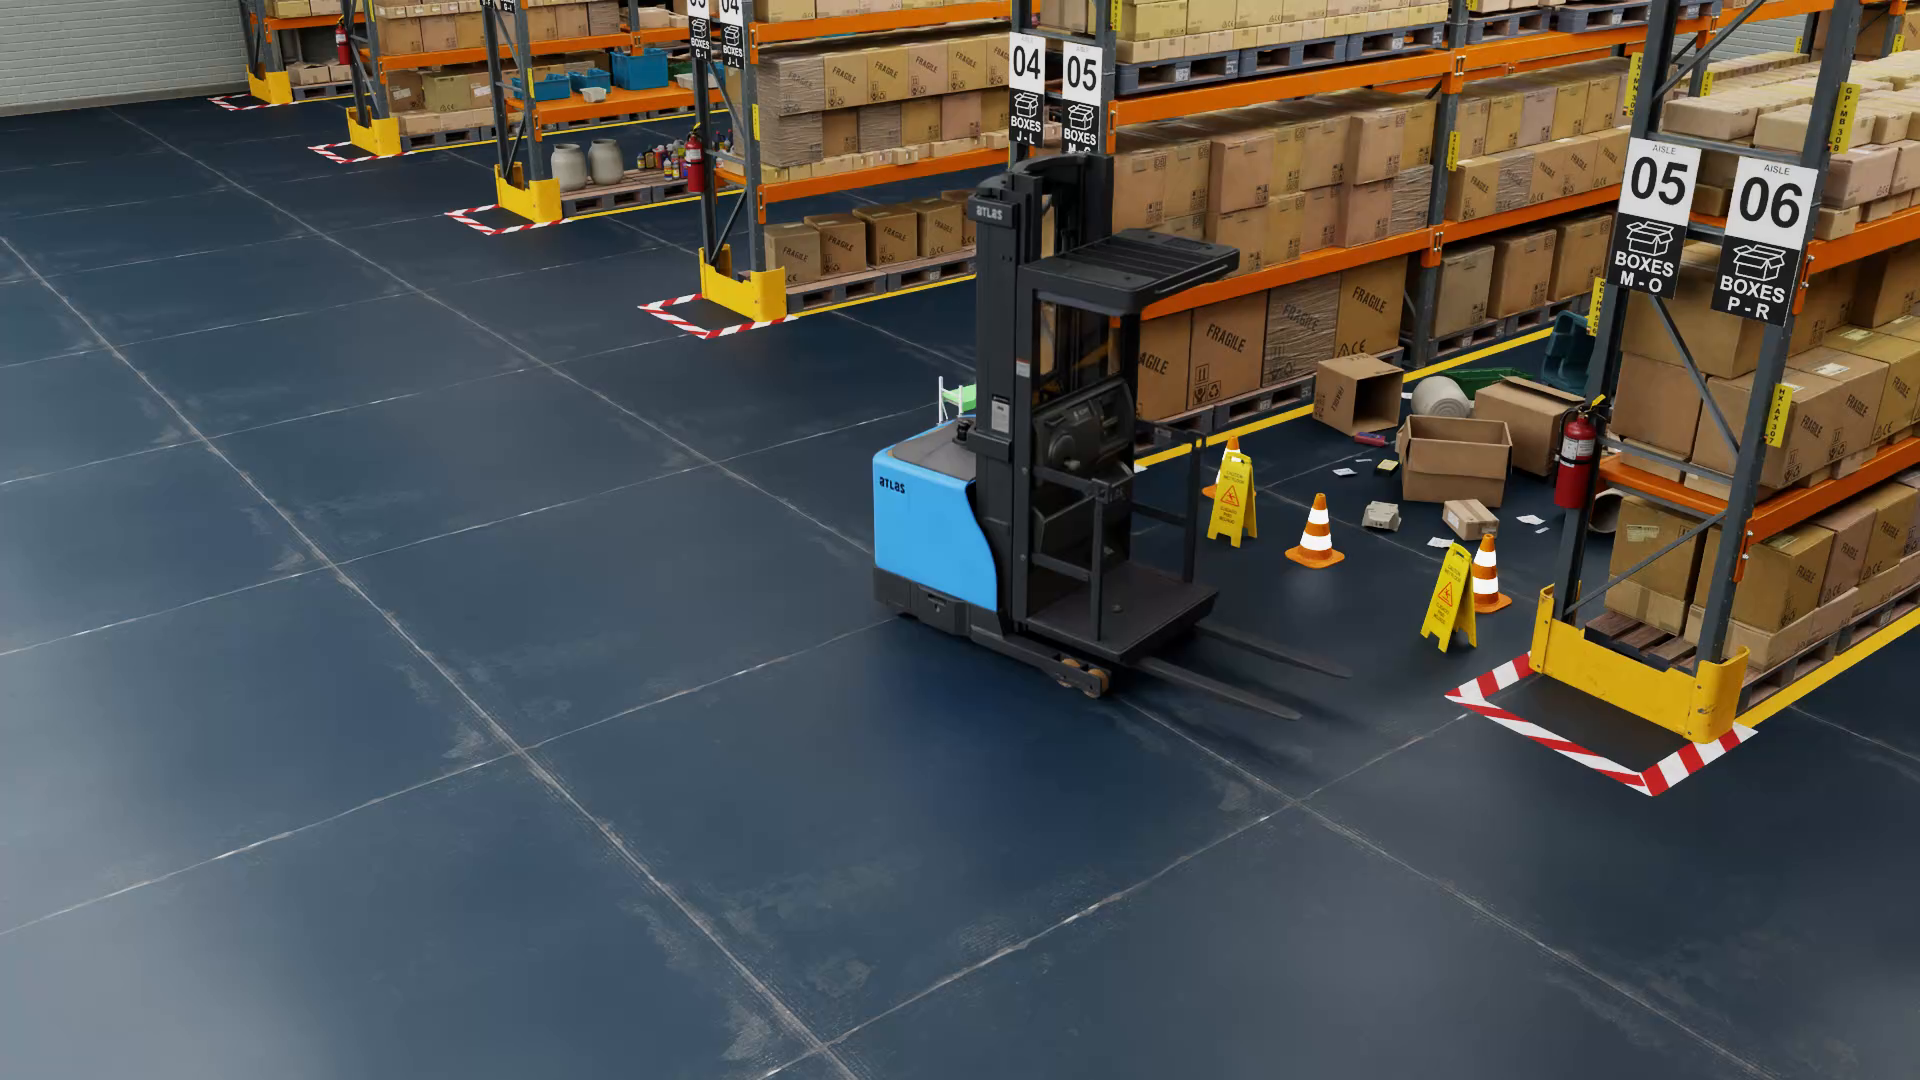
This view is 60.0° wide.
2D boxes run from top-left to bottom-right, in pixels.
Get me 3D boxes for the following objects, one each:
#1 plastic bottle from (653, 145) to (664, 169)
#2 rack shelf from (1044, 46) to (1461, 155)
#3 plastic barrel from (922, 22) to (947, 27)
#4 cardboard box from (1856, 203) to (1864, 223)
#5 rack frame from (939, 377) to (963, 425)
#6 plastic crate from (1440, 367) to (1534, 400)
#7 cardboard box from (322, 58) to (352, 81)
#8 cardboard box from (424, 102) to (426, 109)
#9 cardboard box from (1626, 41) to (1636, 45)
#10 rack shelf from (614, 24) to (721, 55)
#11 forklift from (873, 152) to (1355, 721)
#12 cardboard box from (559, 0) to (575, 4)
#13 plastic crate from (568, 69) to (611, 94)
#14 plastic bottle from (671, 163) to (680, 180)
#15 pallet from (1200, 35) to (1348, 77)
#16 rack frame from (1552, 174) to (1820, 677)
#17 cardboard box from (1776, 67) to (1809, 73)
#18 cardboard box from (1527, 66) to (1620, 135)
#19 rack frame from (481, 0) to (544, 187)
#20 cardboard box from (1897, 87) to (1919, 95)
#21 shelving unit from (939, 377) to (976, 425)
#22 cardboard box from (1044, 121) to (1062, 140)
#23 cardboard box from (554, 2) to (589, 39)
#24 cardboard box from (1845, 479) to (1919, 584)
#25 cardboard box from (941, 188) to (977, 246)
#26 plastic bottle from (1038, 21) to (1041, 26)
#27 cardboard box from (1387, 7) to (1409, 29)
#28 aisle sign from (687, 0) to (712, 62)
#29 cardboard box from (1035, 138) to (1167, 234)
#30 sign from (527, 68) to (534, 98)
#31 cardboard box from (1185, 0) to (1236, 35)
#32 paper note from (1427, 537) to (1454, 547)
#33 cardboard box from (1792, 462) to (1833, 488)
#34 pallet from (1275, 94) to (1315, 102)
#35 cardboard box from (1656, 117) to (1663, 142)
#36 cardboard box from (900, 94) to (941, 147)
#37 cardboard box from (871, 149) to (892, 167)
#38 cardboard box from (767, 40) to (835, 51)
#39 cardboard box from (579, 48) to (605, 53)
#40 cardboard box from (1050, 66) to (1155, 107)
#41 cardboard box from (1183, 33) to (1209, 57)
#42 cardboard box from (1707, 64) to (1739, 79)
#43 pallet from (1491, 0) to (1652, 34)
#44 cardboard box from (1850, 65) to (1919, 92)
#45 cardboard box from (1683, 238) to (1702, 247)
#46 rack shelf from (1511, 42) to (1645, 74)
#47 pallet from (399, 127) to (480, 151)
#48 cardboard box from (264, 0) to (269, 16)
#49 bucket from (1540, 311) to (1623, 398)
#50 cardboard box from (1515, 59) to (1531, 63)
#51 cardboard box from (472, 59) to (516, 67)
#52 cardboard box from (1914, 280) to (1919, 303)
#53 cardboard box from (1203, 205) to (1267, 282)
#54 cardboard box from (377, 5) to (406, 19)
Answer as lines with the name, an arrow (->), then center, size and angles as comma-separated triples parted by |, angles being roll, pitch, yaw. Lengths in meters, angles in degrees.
plastic bottle -> -3.918, -4.994, 21.661 | 0.135, 0.276, 0.152 | -18, 30, -34
rack shelf -> 2.304, -3.595, 13.225 | 4.000, 0.370, 1.077 | -18, 31, -34
plastic barrel -> -0.354, -6.931, 22.960 | 0.433, 0.535, 0.433 | 0, 25, 0
cardboard box -> 4.476, -1.751, 8.695 | 0.250, 0.149, 0.380 | -19, 31, -36
rack frame -> -0.062, -0.524, 11.453 | 0.015, 1.200, 0.240 | -18, 31, -34
plastic crate -> 4.549, -1.352, 14.372 | 0.662, 0.188, 0.450 | -3, 15, -7
cardboard box -> -10.372, -7.911, 27.905 | 0.500, 0.311, 0.500 | -15, 29, -30
cardboard box -> -7.736, -6.308, 24.545 | 0.500, 0.250, 0.500 | -18, 31, -34
cardboard box -> 9.663, -7.354, 24.330 | 0.250, 0.149, 0.380 | -18, 30, -33
rack shelf -> -3.640, -8.226, 26.765 | 4.000, 0.370, 1.077 | -18, 31, -34
forklift -> 0.895, -0.656, 9.681 | 3.031, 2.935, 1.130 | 19, 31, 35
cardboard box -> -5.902, -8.029, 24.599 | 0.250, 0.149, 0.380 | -18, 31, -34
plastic crate -> -4.584, -5.680, 20.602 | 0.408, 0.251, 0.499 | -18, 31, -34
plastic bottle -> -3.607, -4.676, 21.065 | 0.097, 0.201, 0.097 | 0, 25, 0
pallet -> 2.268, -3.877, 13.082 | 1.213, 0.211, 1.003 | -18, 31, -34
rack frame -> 3.864, -0.428, 9.109 | 0.127, 3.000, 1.000 | -18, 31, -34
cardboard box -> 9.160, -5.069, 18.201 | 0.250, 0.149, 0.380 | -19, 31, -36
cardboard box -> 5.866, -4.239, 16.015 | 0.500, 0.500, 0.700 | -19, 31, -35
rack frame -> -5.308, -5.352, 19.718 | 0.127, 3.000, 1.000 | -18, 31, -34
cardboard box -> 5.328, -2.354, 9.046 | 0.250, 0.149, 0.380 | -17, 30, -33
shelving unit -> 0.130, -0.587, 11.590 | 0.503, 1.200, 0.258 | -18, 31, -34
cardboard box -> 0.908, -4.483, 18.144 | 0.250, 0.149, 0.380 | -18, 31, -34
cardboard box -> -5.970, -7.821, 24.921 | 0.500, 0.500, 0.700 | -19, 31, -35
cardboard box -> 5.496, -0.100, 10.280 | 0.500, 0.500, 0.500 | -18, 30, -33
cardboard box -> 0.111, -3.564, 18.338 | 0.500, 0.500, 0.500 | -9, 26, -18
plastic bottle -> 1.224, -7.683, 24.880 | 0.133, 0.283, 0.061 | -18, 31, -34
cardboard box -> 3.387, -4.229, 13.417 | 0.250, 0.149, 0.380 | -18, 30, -33
aisle sign -> -2.485, -4.973, 15.815 | 0.004, 0.787, 0.394 | -18, 31, -34
cardboard box -> 1.046, -2.683, 12.507 | 0.550, 0.550, 0.875 | -18, 31, -34
sign -> -4.972, -5.294, 19.264 | 0.005, 0.325, 0.100 | -18, 31, -34
cardboard box -> 1.667, -3.877, 12.185 | 0.500, 0.250, 0.500 | -19, 31, -35
paper note -> 3.379, 0.014, 11.684 | 0.148, 0.019, 0.142 | 15, 29, 29
cardboard box -> 4.707, -0.446, 9.446 | 0.250, 0.149, 0.380 | -19, 31, -36
pallet -> 3.549, -5.481, 20.226 | 1.003, 0.211, 1.213 | -18, 31, -34
cardboard box -> 6.836, -3.959, 16.598 | 0.500, 0.500, 0.500 | -18, 31, -34
cardboard box -> -0.661, -4.436, 17.273 | 0.500, 0.500, 0.875 | -18, 31, -34
cardboard box -> -0.900, -3.919, 16.929 | 0.250, 0.149, 0.380 | -18, 31, -34
cardboard box -> -1.581, -4.701, 16.656 | 0.500, 0.500, 0.500 | -18, 31, -34
cardboard box -> -6.902, -9.205, 30.467 | 0.500, 0.500, 0.700 | -18, 30, -33
cardboard box -> 1.608, -5.372, 18.551 | 1.000, 1.000, 1.000 | -18, 30, -34
cardboard box -> 1.595, -3.638, 12.143 | 0.250, 0.149, 0.380 | -18, 30, -34
cardboard box -> 8.352, -5.148, 18.371 | 0.250, 0.149, 0.380 | -17, 30, -33
pallet -> 5.673, -4.918, 15.445 | 1.213, 0.211, 1.003 | -17, 30, -32
cardboard box -> 5.390, -2.670, 9.729 | 0.250, 0.149, 0.380 | -18, 30, -33
cardboard box -> 7.739, -3.275, 17.715 | 0.500, 0.500, 0.500 | -20, 31, -36
rack shelf -> 8.765, -7.021, 24.170 | 4.000, 0.370, 1.077 | -18, 31, -34
pallet -> -7.785, -5.941, 24.300 | 1.213, 0.211, 1.003 | -18, 31, -34
cardboard box -> -11.173, -8.760, 27.217 | 0.500, 0.250, 0.500 | -18, 30, -33
bucket -> 5.193, -1.486, 13.472 | 0.620, 0.611, 0.726 | 2, 23, -21
cardboard box -> 7.630, -6.681, 22.880 | 0.250, 0.149, 0.380 | -18, 30, -34
cardboard box -> -6.951, -6.909, 24.950 | 0.500, 0.500, 0.500 | -18, 31, -34
cardboard box -> 5.704, -1.811, 10.430 | 0.500, 0.500, 0.700 | -19, 31, -35
cardboard box -> 1.931, -2.475, 13.341 | 0.550, 0.550, 0.875 | -18, 31, -34
cardboard box -> -7.920, -7.364, 23.164 | 0.250, 0.149, 0.380 | -19, 31, -34
